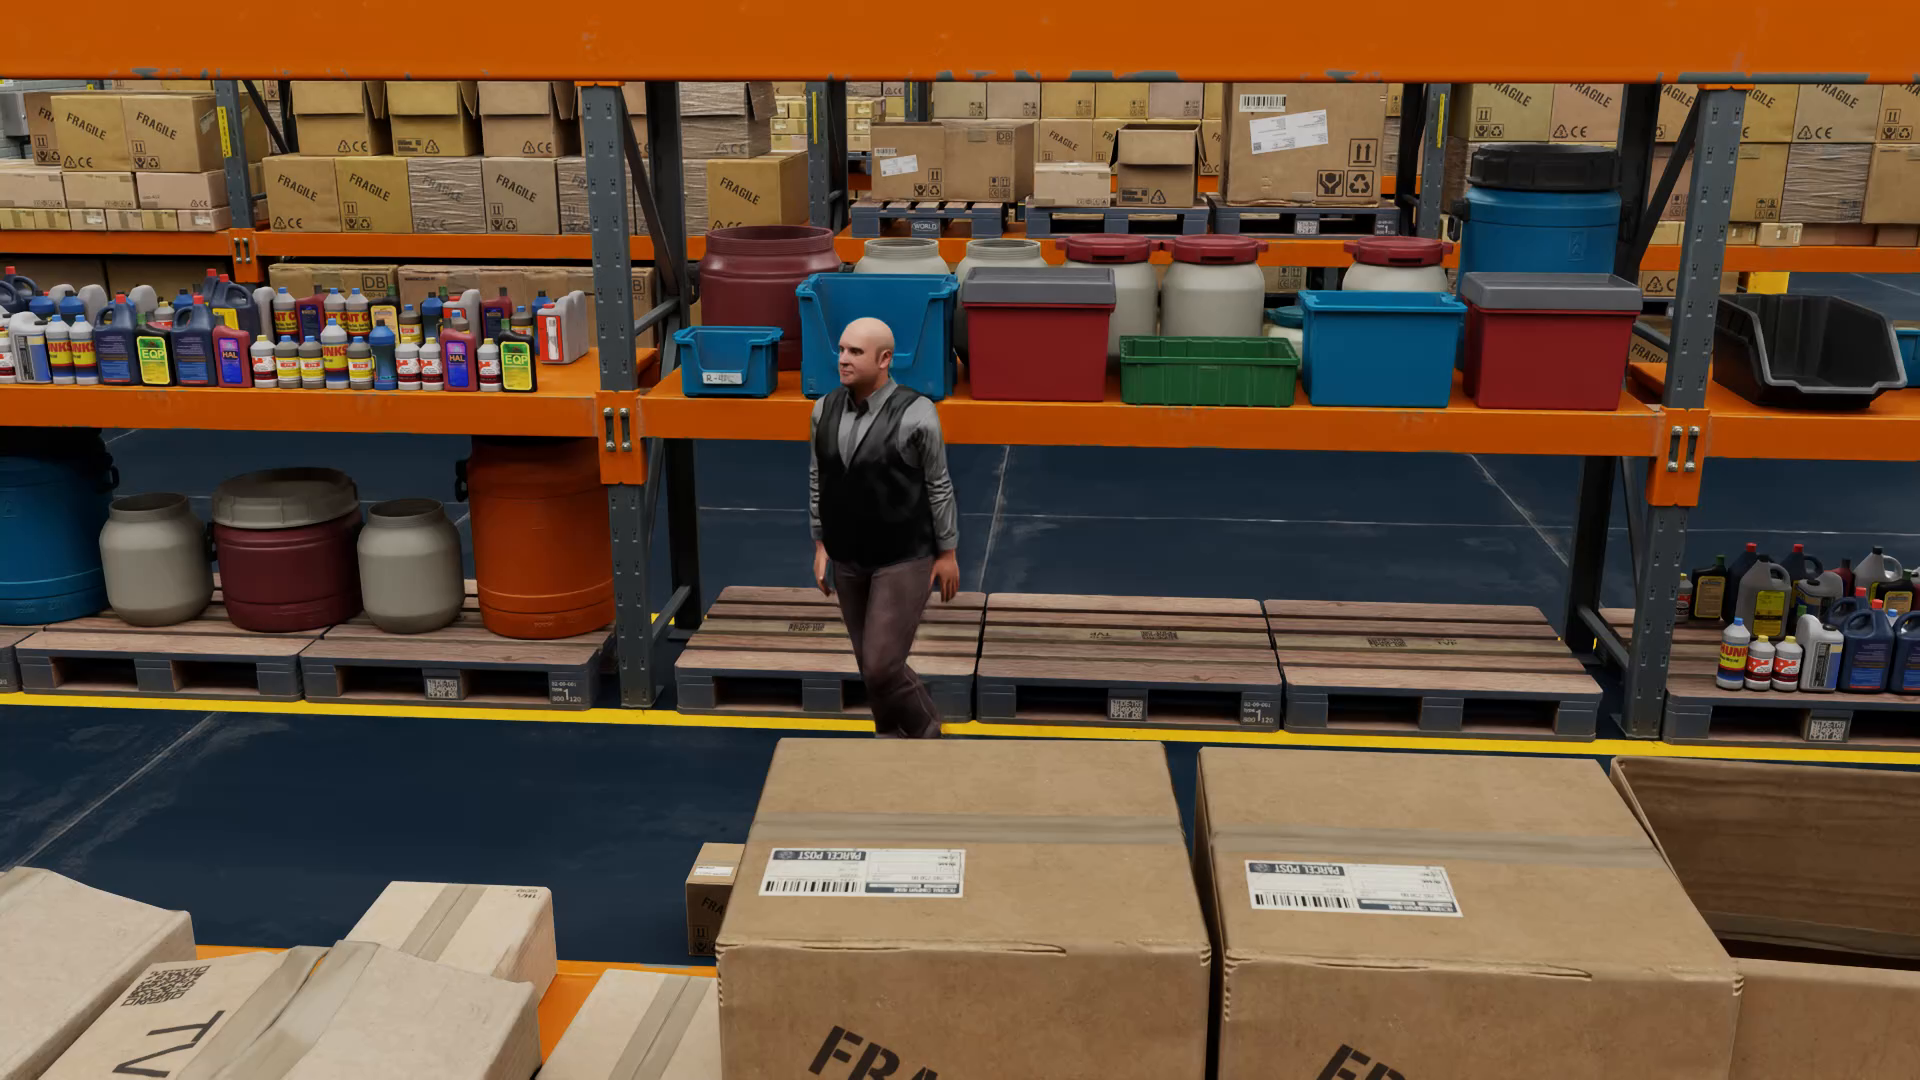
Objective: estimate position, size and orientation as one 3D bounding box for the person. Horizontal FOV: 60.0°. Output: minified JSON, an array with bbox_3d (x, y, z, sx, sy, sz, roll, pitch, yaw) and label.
[{"bbox_3d":[-0.289,0.060,5.875,0.551,1.711,0.485,12,21,34],"label":"person"}]
